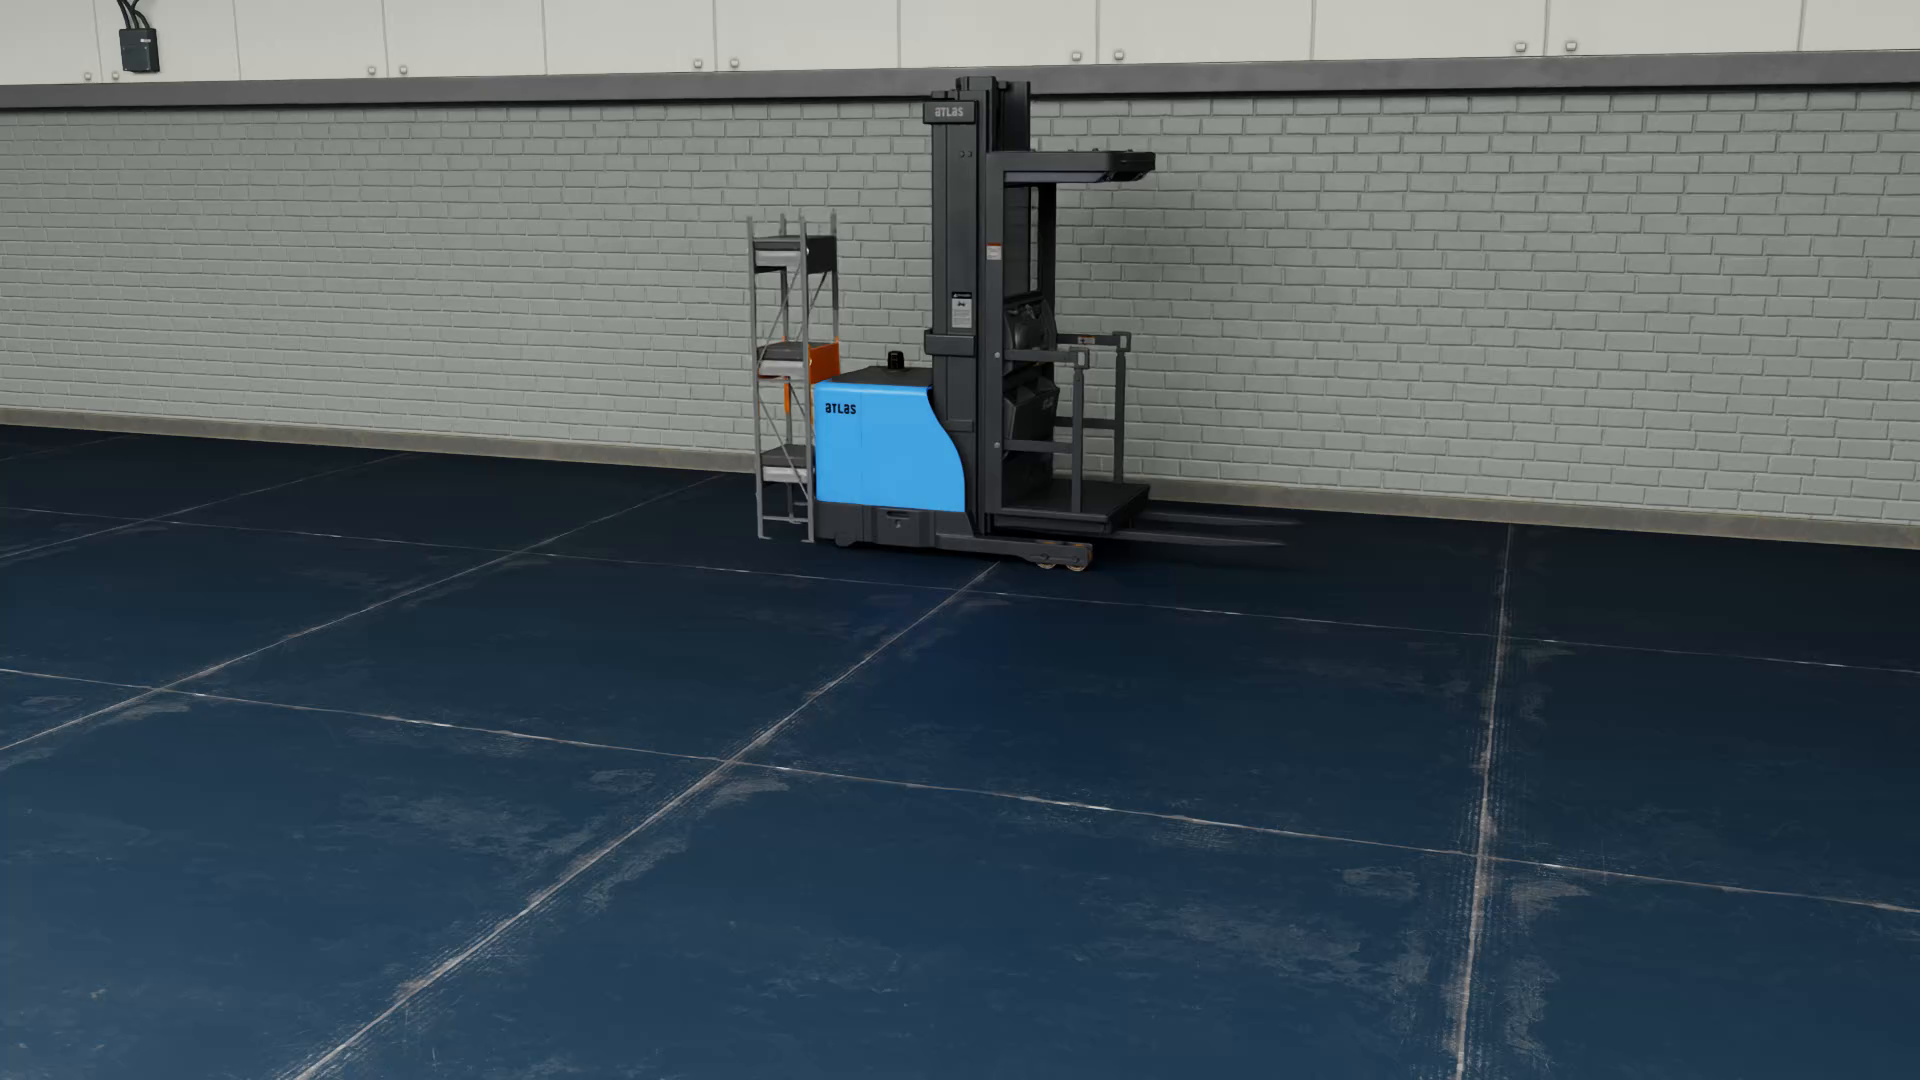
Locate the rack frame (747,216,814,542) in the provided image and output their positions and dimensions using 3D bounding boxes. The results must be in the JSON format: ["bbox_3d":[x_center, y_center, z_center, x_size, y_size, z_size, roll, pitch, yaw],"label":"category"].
[{"bbox_3d":[-1.156,-1.023,10.741,0.400,2.100,0.015,4,13,19],"label":"rack frame"}]

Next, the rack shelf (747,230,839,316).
[{"bbox_3d":[-1.081,-1.743,10.815,0.431,0.518,0.480,4,13,19],"label":"rack shelf"}]

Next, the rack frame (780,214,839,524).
[{"bbox_3d":[-0.995,-1.125,11.191,0.400,2.100,0.015,4,13,19],"label":"rack frame"}]

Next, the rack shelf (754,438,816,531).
[{"bbox_3d":[-1.070,-0.378,11.123,0.431,0.518,0.480,4,13,19],"label":"rack shelf"}]

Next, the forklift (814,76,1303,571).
[{"bbox_3d":[0.629,-1.371,10.406,3.031,2.935,1.130,5,14,20],"label":"forklift"}]

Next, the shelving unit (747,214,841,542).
[{"bbox_3d":[-1.075,-1.074,10.966,0.431,2.100,0.503,4,13,19],"label":"shelving unit"}]

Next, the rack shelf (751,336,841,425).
[{"bbox_3d":[-1.075,-1.061,10.969,0.431,0.518,0.480,4,13,19],"label":"rack shelf"}]

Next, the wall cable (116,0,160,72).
[{"bbox_3d":[-6.144,-6.910,13.396,2.305,6.003,0.169,4,14,18],"label":"wall cable"}]
